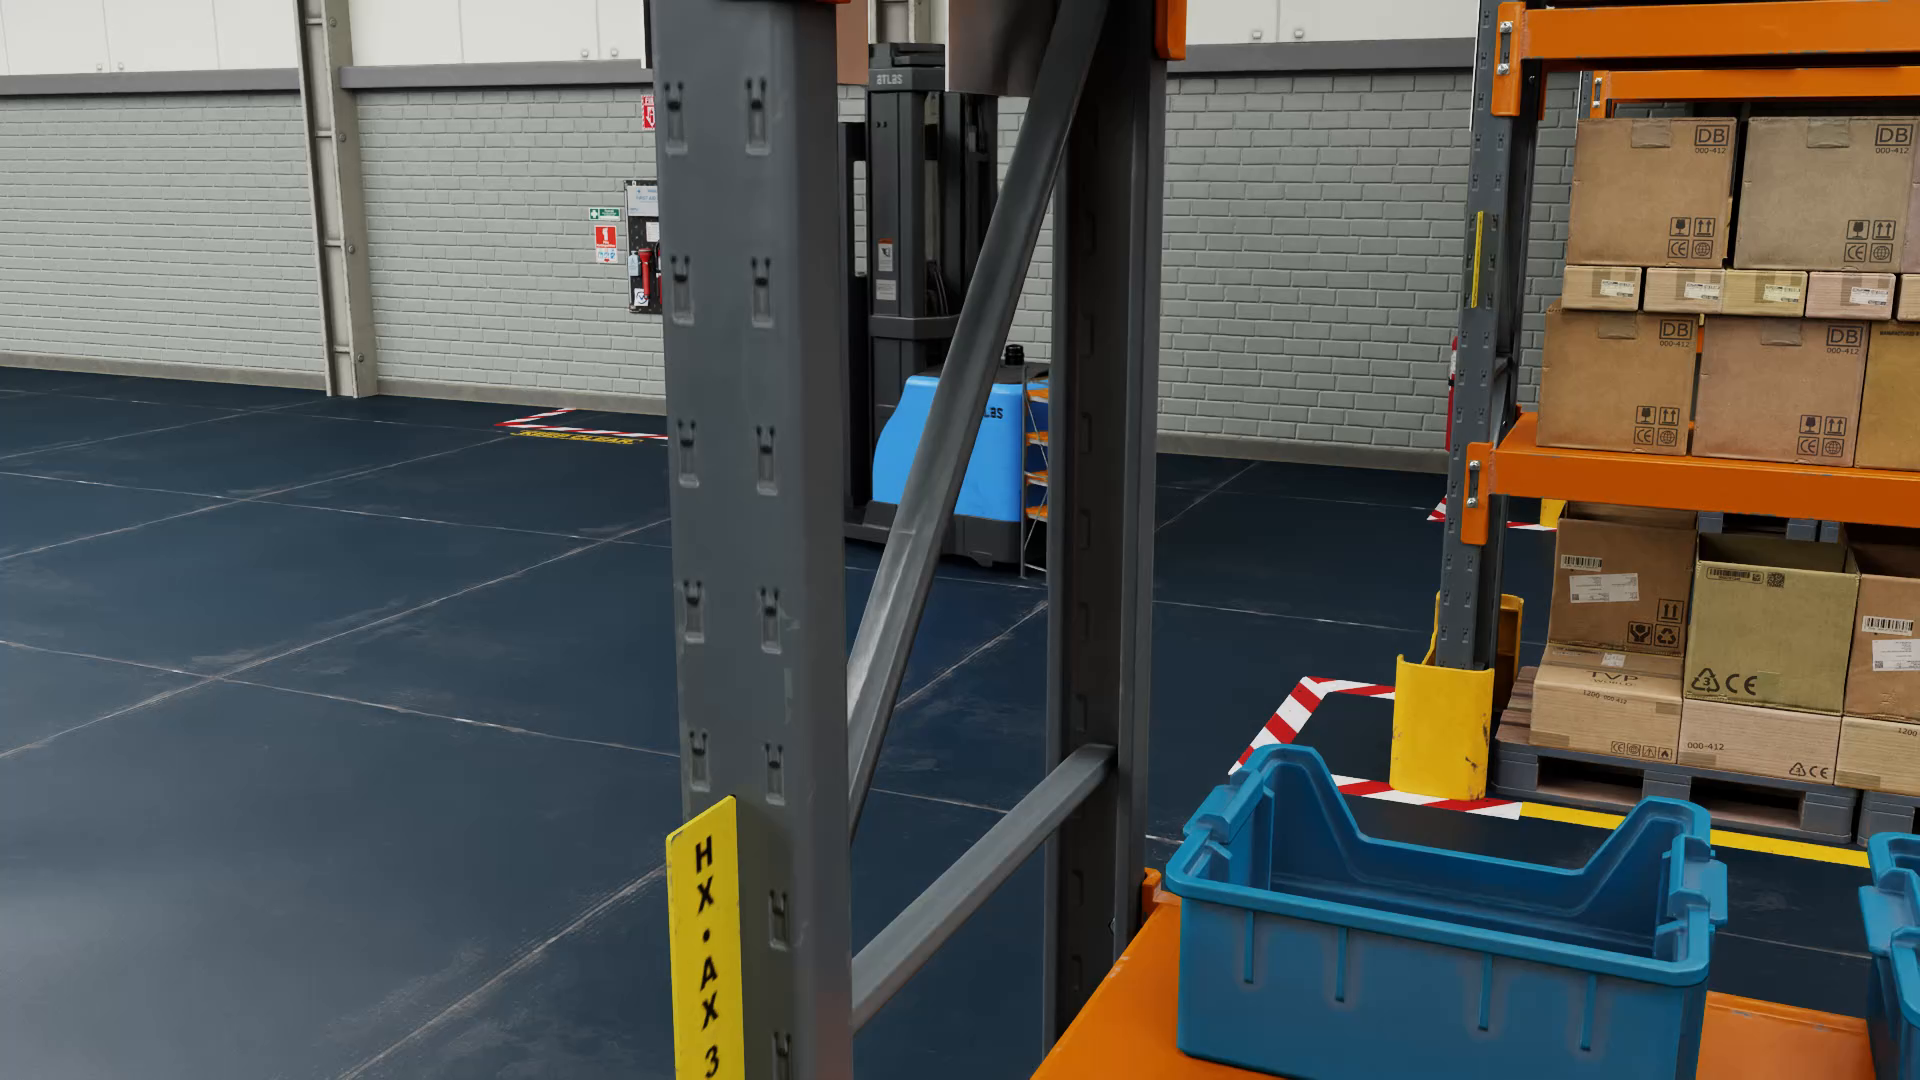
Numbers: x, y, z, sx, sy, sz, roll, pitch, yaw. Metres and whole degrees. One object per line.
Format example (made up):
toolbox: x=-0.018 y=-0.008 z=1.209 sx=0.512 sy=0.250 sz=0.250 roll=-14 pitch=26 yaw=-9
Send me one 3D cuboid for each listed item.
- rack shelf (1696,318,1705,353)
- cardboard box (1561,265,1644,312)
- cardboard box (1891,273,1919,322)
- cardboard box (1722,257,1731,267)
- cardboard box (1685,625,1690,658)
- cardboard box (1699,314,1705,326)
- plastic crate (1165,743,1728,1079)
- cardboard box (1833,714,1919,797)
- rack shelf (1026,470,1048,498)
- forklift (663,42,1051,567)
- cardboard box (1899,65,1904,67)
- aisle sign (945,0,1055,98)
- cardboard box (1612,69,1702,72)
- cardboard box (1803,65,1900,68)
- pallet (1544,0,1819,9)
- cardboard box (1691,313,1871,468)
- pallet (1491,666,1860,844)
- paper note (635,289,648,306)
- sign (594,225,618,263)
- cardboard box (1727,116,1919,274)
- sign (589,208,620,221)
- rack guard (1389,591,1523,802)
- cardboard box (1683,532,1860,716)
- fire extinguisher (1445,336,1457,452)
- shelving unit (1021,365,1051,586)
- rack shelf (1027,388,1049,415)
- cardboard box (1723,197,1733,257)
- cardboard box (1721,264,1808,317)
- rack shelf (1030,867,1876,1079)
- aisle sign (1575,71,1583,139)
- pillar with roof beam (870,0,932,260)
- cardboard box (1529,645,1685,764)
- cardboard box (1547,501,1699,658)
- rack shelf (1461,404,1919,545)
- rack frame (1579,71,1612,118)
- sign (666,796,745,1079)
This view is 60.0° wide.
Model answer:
rack shelf: x=5.852 y=-1.125 z=10.059 sx=4.000 sy=0.370 sz=1.077 roll=6 pitch=14 yaw=23
cardboard box: x=2.292 y=-0.909 z=5.922 sx=0.250 sy=0.149 sz=0.380 roll=6 pitch=14 yaw=23
cardboard box: x=3.237 y=-0.813 z=5.517 sx=0.250 sy=0.149 sz=0.380 roll=5 pitch=14 yaw=21
cardboard box: x=2.921 y=-0.947 z=6.085 sx=0.250 sy=0.149 sz=0.380 roll=6 pitch=14 yaw=22
cardboard box: x=3.093 y=0.540 z=6.485 sx=0.500 sy=0.250 sz=0.500 roll=6 pitch=14 yaw=23
cardboard box: x=4.341 y=-1.486 z=10.305 sx=0.500 sy=0.250 sz=0.500 roll=5 pitch=14 yaw=22
plastic crate: x=0.590 y=0.465 z=2.032 sx=0.616 sy=0.251 sz=0.499 roll=6 pitch=14 yaw=23
cardboard box: x=3.336 y=0.697 z=5.819 sx=0.500 sy=0.250 sz=0.500 roll=6 pitch=14 yaw=23
rack shelf: x=0.614 y=-0.319 z=9.279 sx=0.480 sy=0.148 sz=0.258 roll=-10 pitch=17 yaw=-37
forklift: x=-0.584 y=-1.515 z=10.293 sx=3.031 sy=2.935 sz=1.130 roll=9 pitch=16 yaw=35
cardboard box: x=5.434 y=-3.103 z=10.083 sx=0.500 sy=0.500 sz=0.500 roll=5 pitch=14 yaw=21
aisle sign: x=0.065 y=-0.926 z=1.942 sx=0.004 sy=0.787 sz=0.394 roll=6 pitch=14 yaw=23
cardboard box: x=4.228 y=-3.096 z=10.054 sx=0.500 sy=0.500 sz=0.500 roll=6 pitch=15 yaw=25
cardboard box: x=5.181 y=-2.992 z=9.609 sx=0.500 sy=0.500 sz=0.500 roll=7 pitch=15 yaw=26
pallet: x=2.656 y=-1.972 z=5.720 sx=1.213 sy=0.211 sz=1.003 roll=6 pitch=14 yaw=23
cardboard box: x=2.924 y=-0.581 z=5.944 sx=0.500 sy=0.500 sz=0.700 roll=6 pitch=15 yaw=25
pallet: x=2.737 y=0.794 z=6.408 sx=1.213 sy=0.211 sz=1.003 roll=6 pitch=14 yaw=23
paper note: x=-2.850 y=-2.170 z=14.865 sx=0.142 sy=0.148 sz=0.016 roll=6 pitch=14 yaw=23
sign: x=-3.180 y=-2.658 z=14.939 sx=0.234 sy=0.329 sz=0.001 roll=6 pitch=14 yaw=23
cardboard box: x=2.974 y=-1.207 z=5.776 sx=0.500 sy=0.500 sz=0.700 roll=5 pitch=14 yaw=22
sign: x=-3.179 y=-2.914 z=14.869 sx=0.331 sy=0.109 sz=0.001 roll=6 pitch=14 yaw=23
rack guard: x=1.999 y=0.589 z=6.649 sx=0.348 sy=0.500 sz=1.175 roll=6 pitch=14 yaw=23
cardboard box: x=2.879 y=0.286 z=5.930 sx=0.500 sy=0.500 sz=0.500 roll=6 pitch=14 yaw=23
fire extinguisher: x=2.101 y=-0.696 z=6.823 sx=0.183 sy=0.674 sz=0.296 roll=6 pitch=14 yaw=23
shelving unit: x=0.614 y=-0.384 z=9.264 sx=0.503 sy=1.200 sz=0.258 roll=-10 pitch=17 yaw=-37
rack shelf: x=0.614 y=-0.766 z=9.174 sx=0.480 sy=0.148 sz=0.258 roll=-10 pitch=17 yaw=-37
cardboard box: x=4.786 y=-1.807 z=10.035 sx=0.500 sy=0.500 sz=0.500 roll=6 pitch=14 yaw=23
cardboard box: x=2.762 y=-0.861 z=5.721 sx=0.250 sy=0.149 sz=0.380 roll=6 pitch=14 yaw=23
rack shelf: x=1.839 y=0.944 z=1.240 sx=4.000 sy=0.370 sz=1.077 roll=6 pitch=14 yaw=23
aisle sign: x=3.836 y=-2.870 z=10.229 sx=0.004 sy=0.787 sz=0.394 roll=6 pitch=14 yaw=23
pillar with roof beam: x=-2.216 y=-4.353 z=9.108 sx=0.400 sy=9.000 sz=9.100 roll=6 pitch=14 yaw=23
cardboard box: x=2.421 y=0.605 z=6.211 sx=0.500 sy=0.250 sz=0.500 roll=6 pitch=14 yaw=23
cardboard box: x=2.631 y=0.131 z=6.588 sx=0.500 sy=0.500 sz=0.500 roll=6 pitch=14 yaw=23
rack shelf: x=3.849 y=-0.090 z=5.648 sx=4.000 sy=0.370 sz=1.077 roll=6 pitch=14 yaw=23
rack frame: x=4.024 y=-1.660 z=10.765 sx=0.127 sy=3.000 sz=1.000 roll=6 pitch=14 yaw=23
sign: x=-0.216 y=0.389 z=1.427 sx=0.005 sy=0.325 sz=0.100 roll=6 pitch=14 yaw=23
